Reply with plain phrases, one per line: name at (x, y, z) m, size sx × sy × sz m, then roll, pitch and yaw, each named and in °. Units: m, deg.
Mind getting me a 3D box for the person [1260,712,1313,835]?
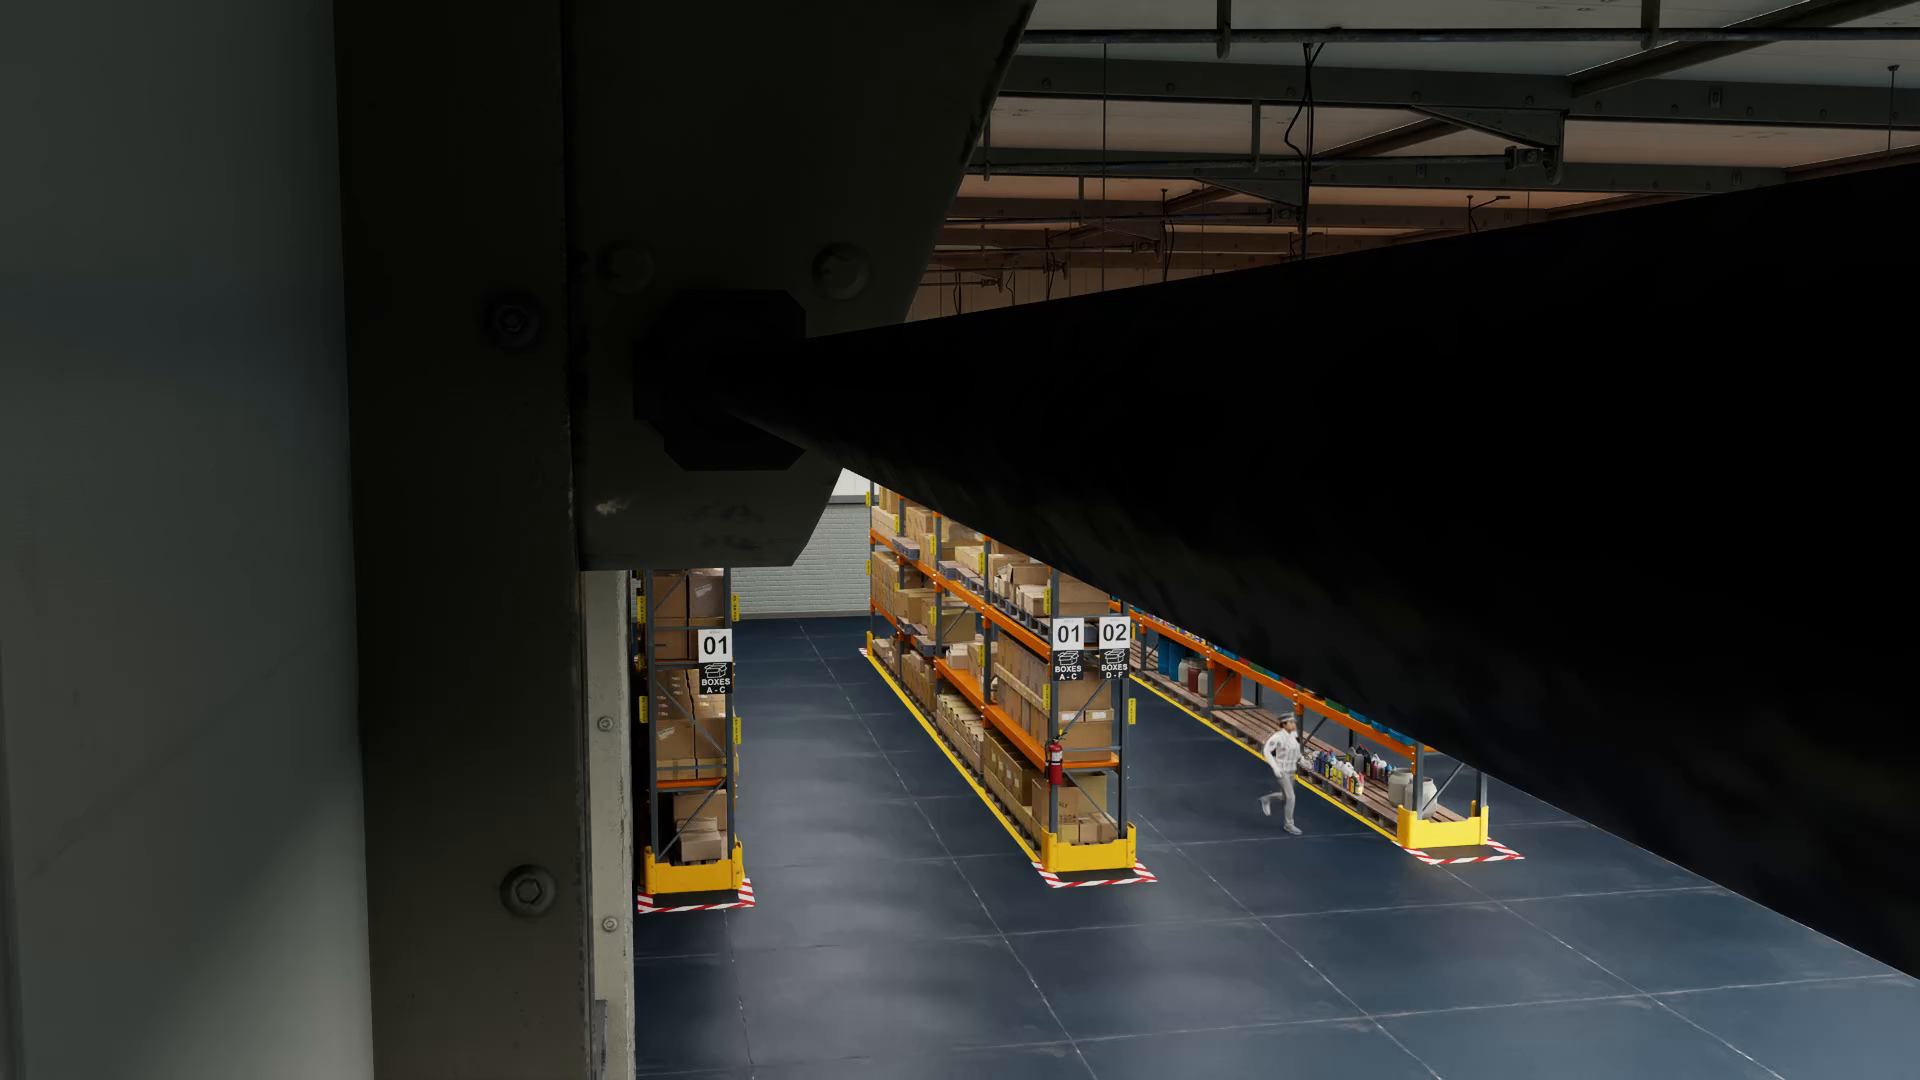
person at (4.376, 3.144, 22.752) m, size 0.603 × 1.668 × 0.785 m, roll -5°, pitch 8°, yaw -39°
